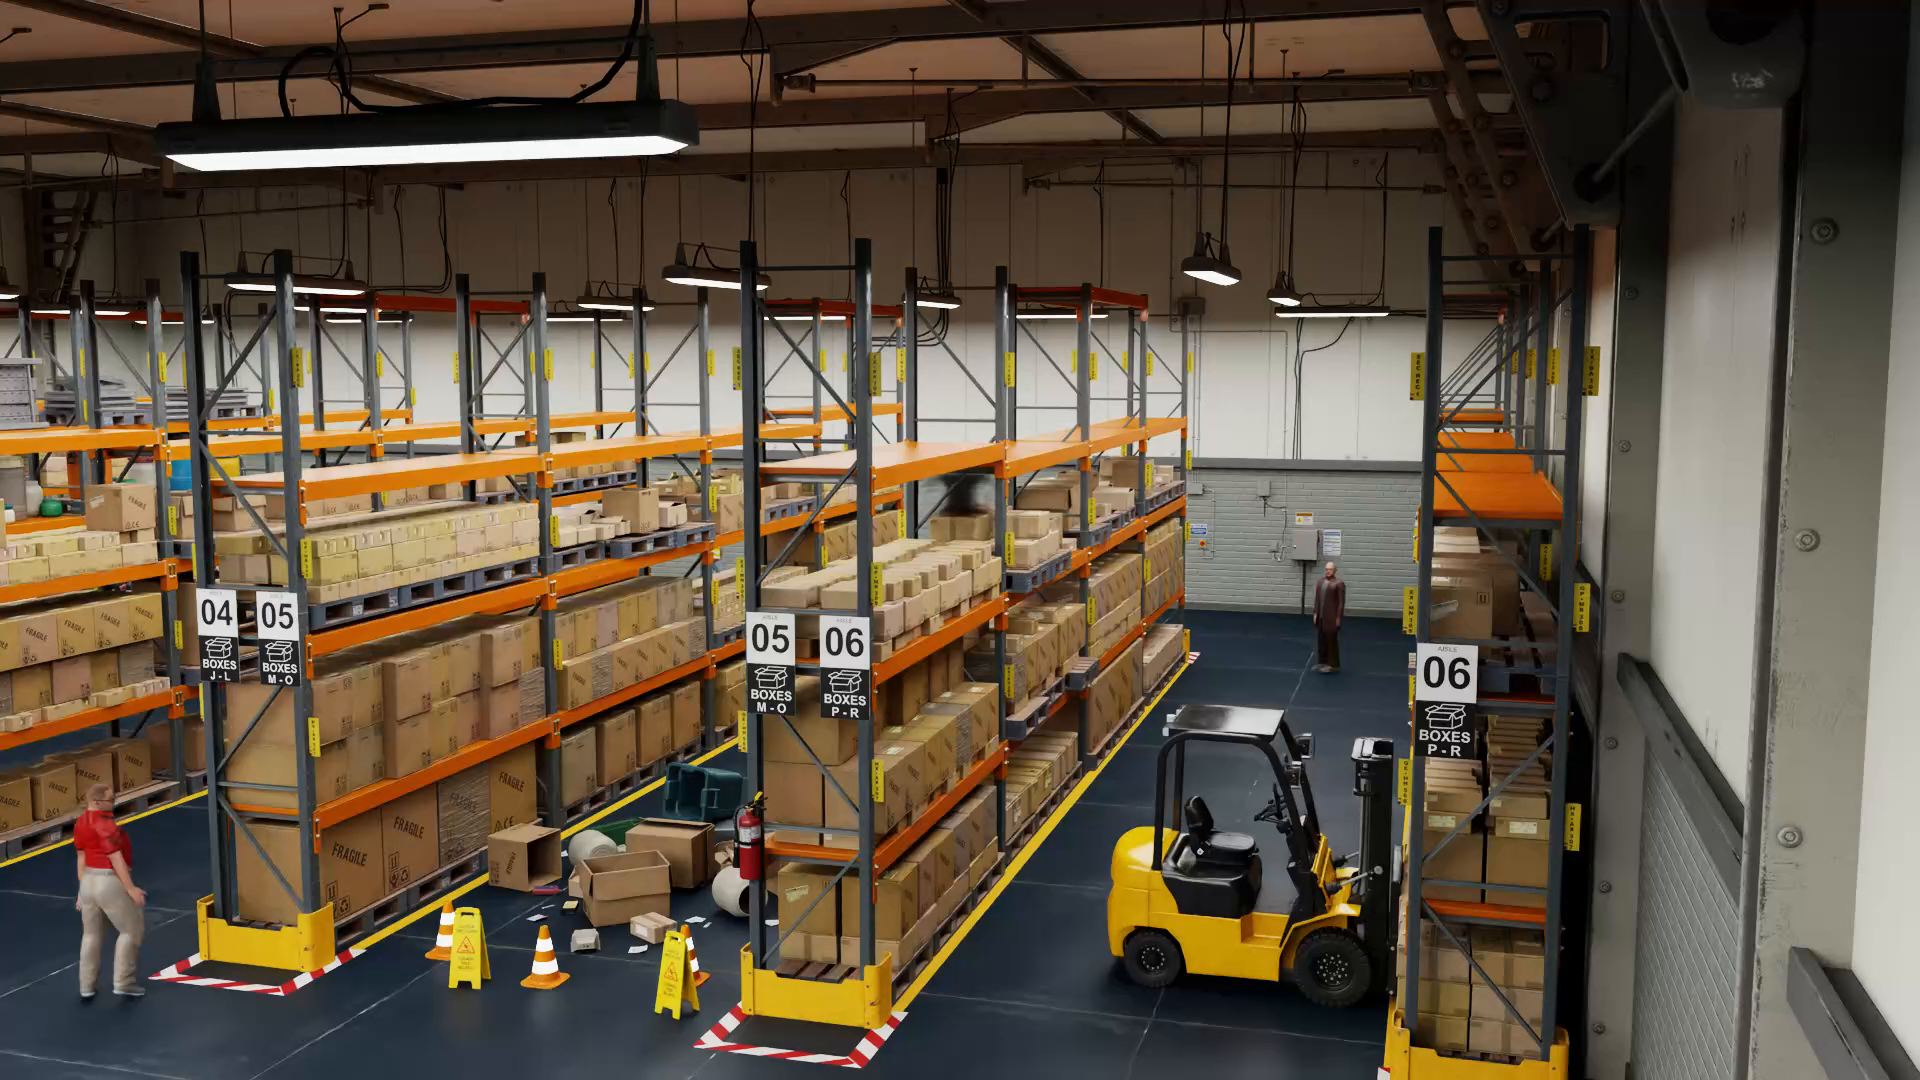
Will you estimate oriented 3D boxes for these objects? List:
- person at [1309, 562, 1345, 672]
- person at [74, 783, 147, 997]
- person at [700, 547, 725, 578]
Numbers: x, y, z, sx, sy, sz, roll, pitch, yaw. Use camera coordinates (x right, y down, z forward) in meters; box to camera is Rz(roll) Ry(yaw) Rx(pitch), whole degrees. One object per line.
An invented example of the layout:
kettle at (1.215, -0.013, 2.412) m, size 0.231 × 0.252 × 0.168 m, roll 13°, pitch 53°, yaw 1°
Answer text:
person at (5.984, 1.272, 27.065) m, size 0.393 × 1.834 × 0.605 m, roll -2°, pitch 7°, yaw -16°
person at (-6.820, 2.829, 13.331) m, size 0.705 × 1.772 × 0.397 m, roll 3°, pitch 7°, yaw 28°
person at (-5.224, 0.411, 34.913) m, size 1.022 × 1.720 × 0.688 m, roll 5°, pitch 8°, yaw 36°
